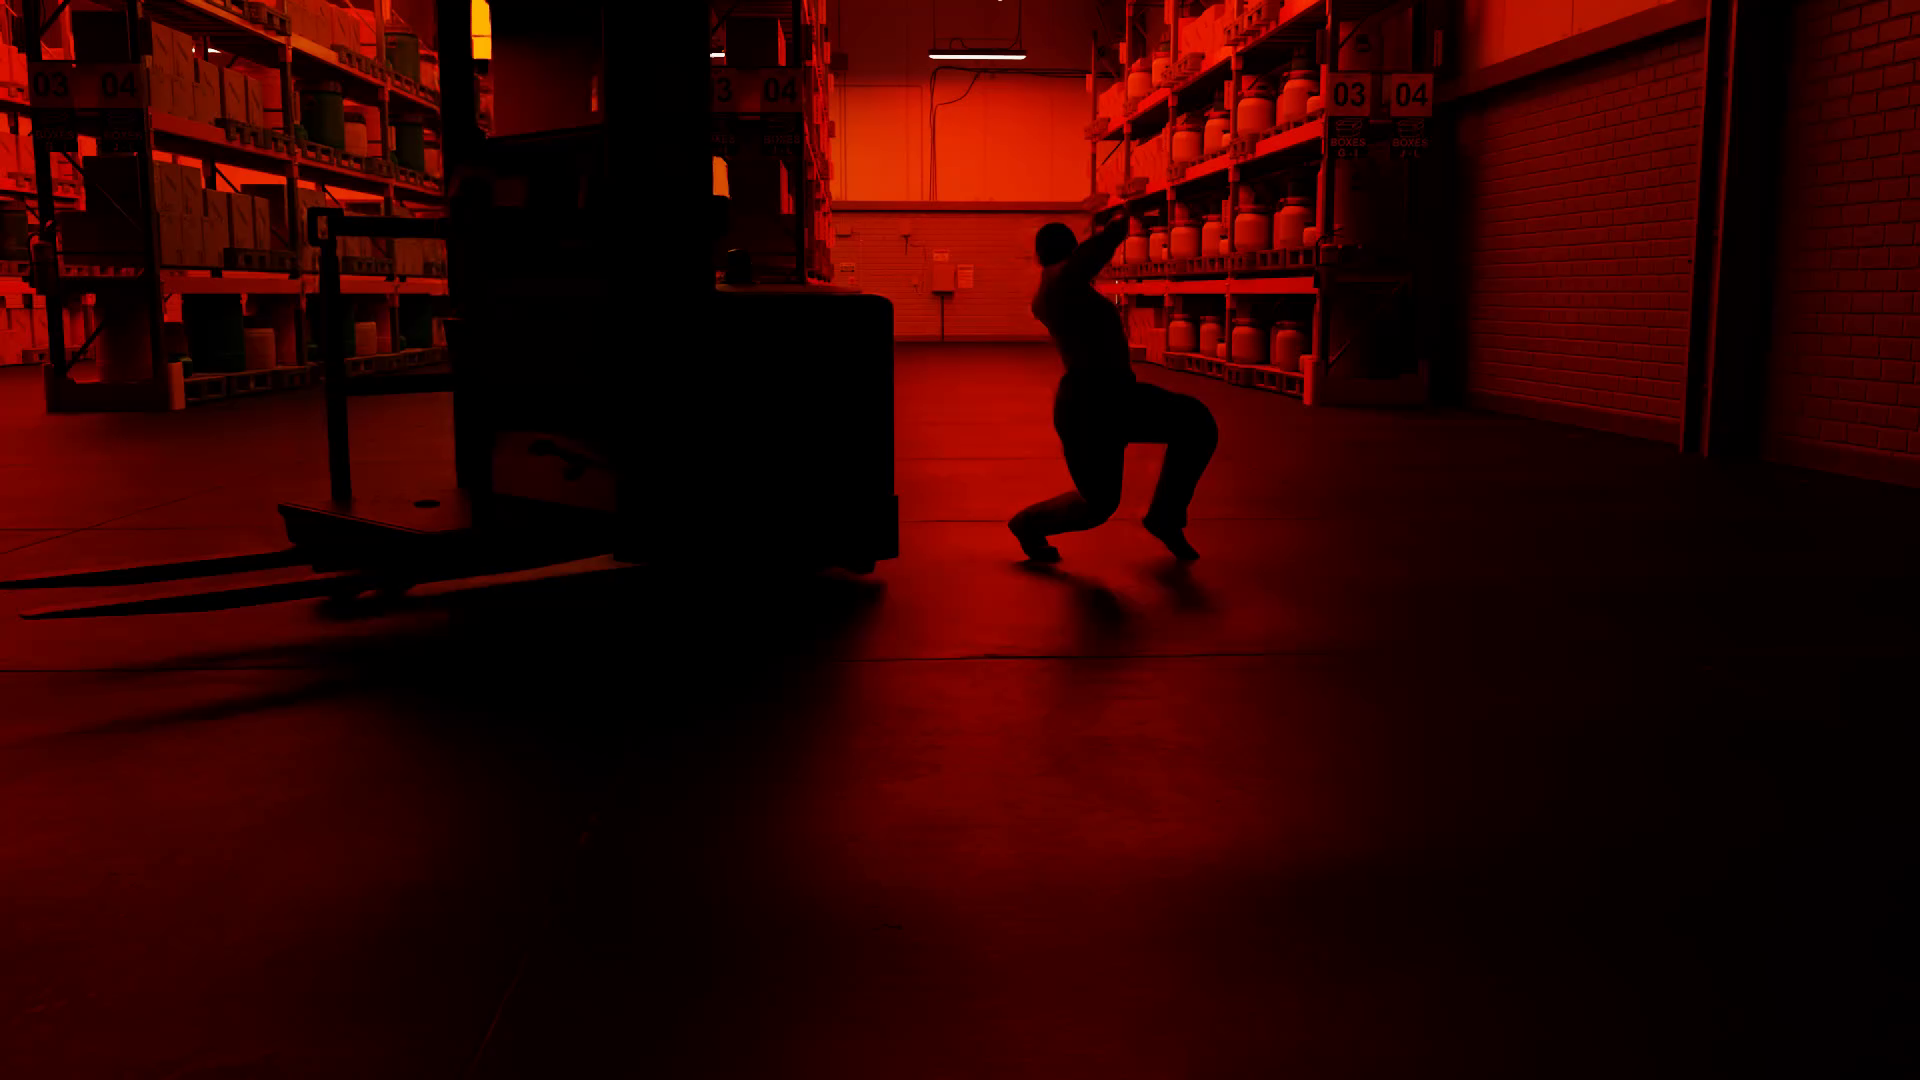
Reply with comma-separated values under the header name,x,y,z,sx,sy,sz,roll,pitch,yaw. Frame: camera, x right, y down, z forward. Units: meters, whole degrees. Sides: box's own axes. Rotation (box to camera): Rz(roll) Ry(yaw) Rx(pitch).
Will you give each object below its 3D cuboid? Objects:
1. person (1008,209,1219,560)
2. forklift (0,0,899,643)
name,x,y,z,sx,sy,sz,roll,pitch,yaw
person,0.682,-0.645,6.951,0.858,1.446,1.003,3,9,18
forklift,-1.636,-1.215,5.515,3.031,2.935,1.130,-8,12,-44
